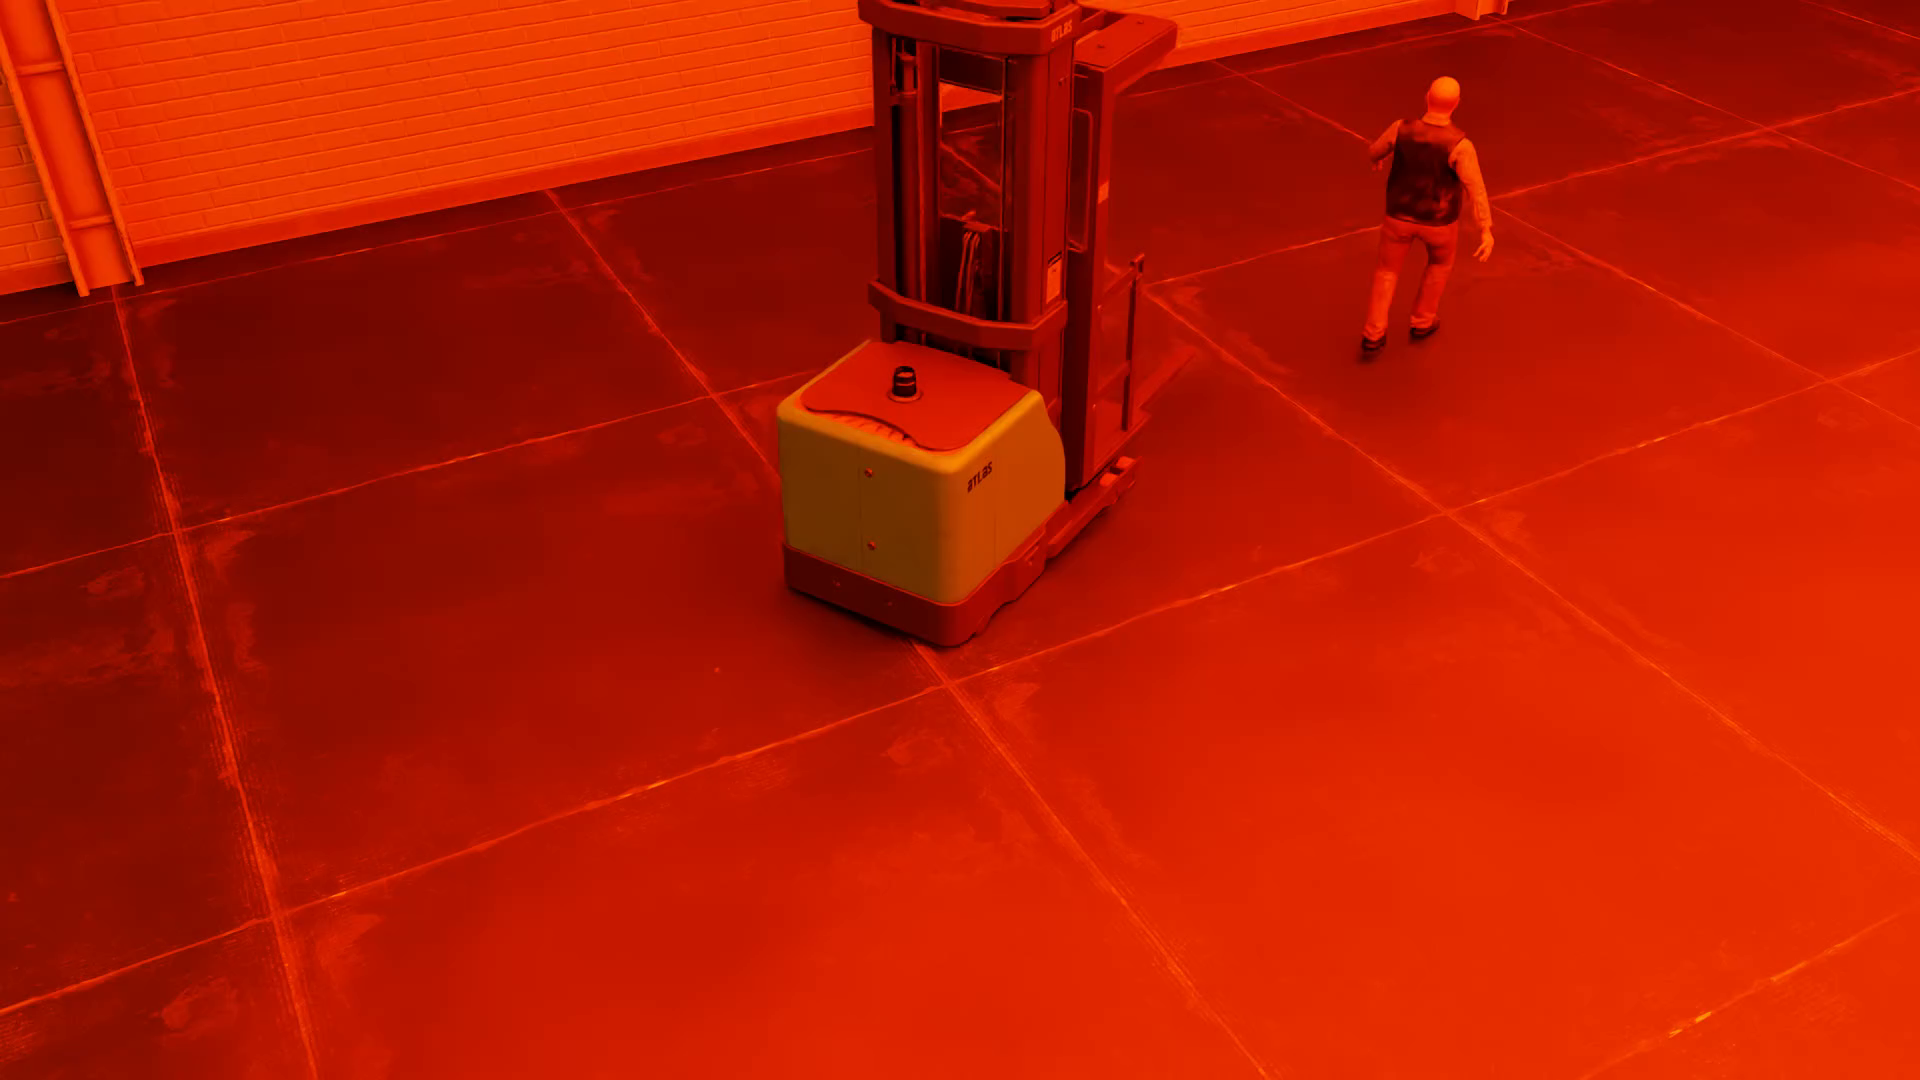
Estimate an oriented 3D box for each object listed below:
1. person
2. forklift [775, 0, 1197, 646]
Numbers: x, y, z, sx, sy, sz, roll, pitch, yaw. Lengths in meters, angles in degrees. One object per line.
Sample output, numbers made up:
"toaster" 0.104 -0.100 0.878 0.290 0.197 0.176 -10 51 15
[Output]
"person" 2.778 -1.941 9.912 0.911 1.662 0.730 19 39 24
"forklift" 0.329 -1.518 8.271 1.130 2.935 3.031 20 40 25
